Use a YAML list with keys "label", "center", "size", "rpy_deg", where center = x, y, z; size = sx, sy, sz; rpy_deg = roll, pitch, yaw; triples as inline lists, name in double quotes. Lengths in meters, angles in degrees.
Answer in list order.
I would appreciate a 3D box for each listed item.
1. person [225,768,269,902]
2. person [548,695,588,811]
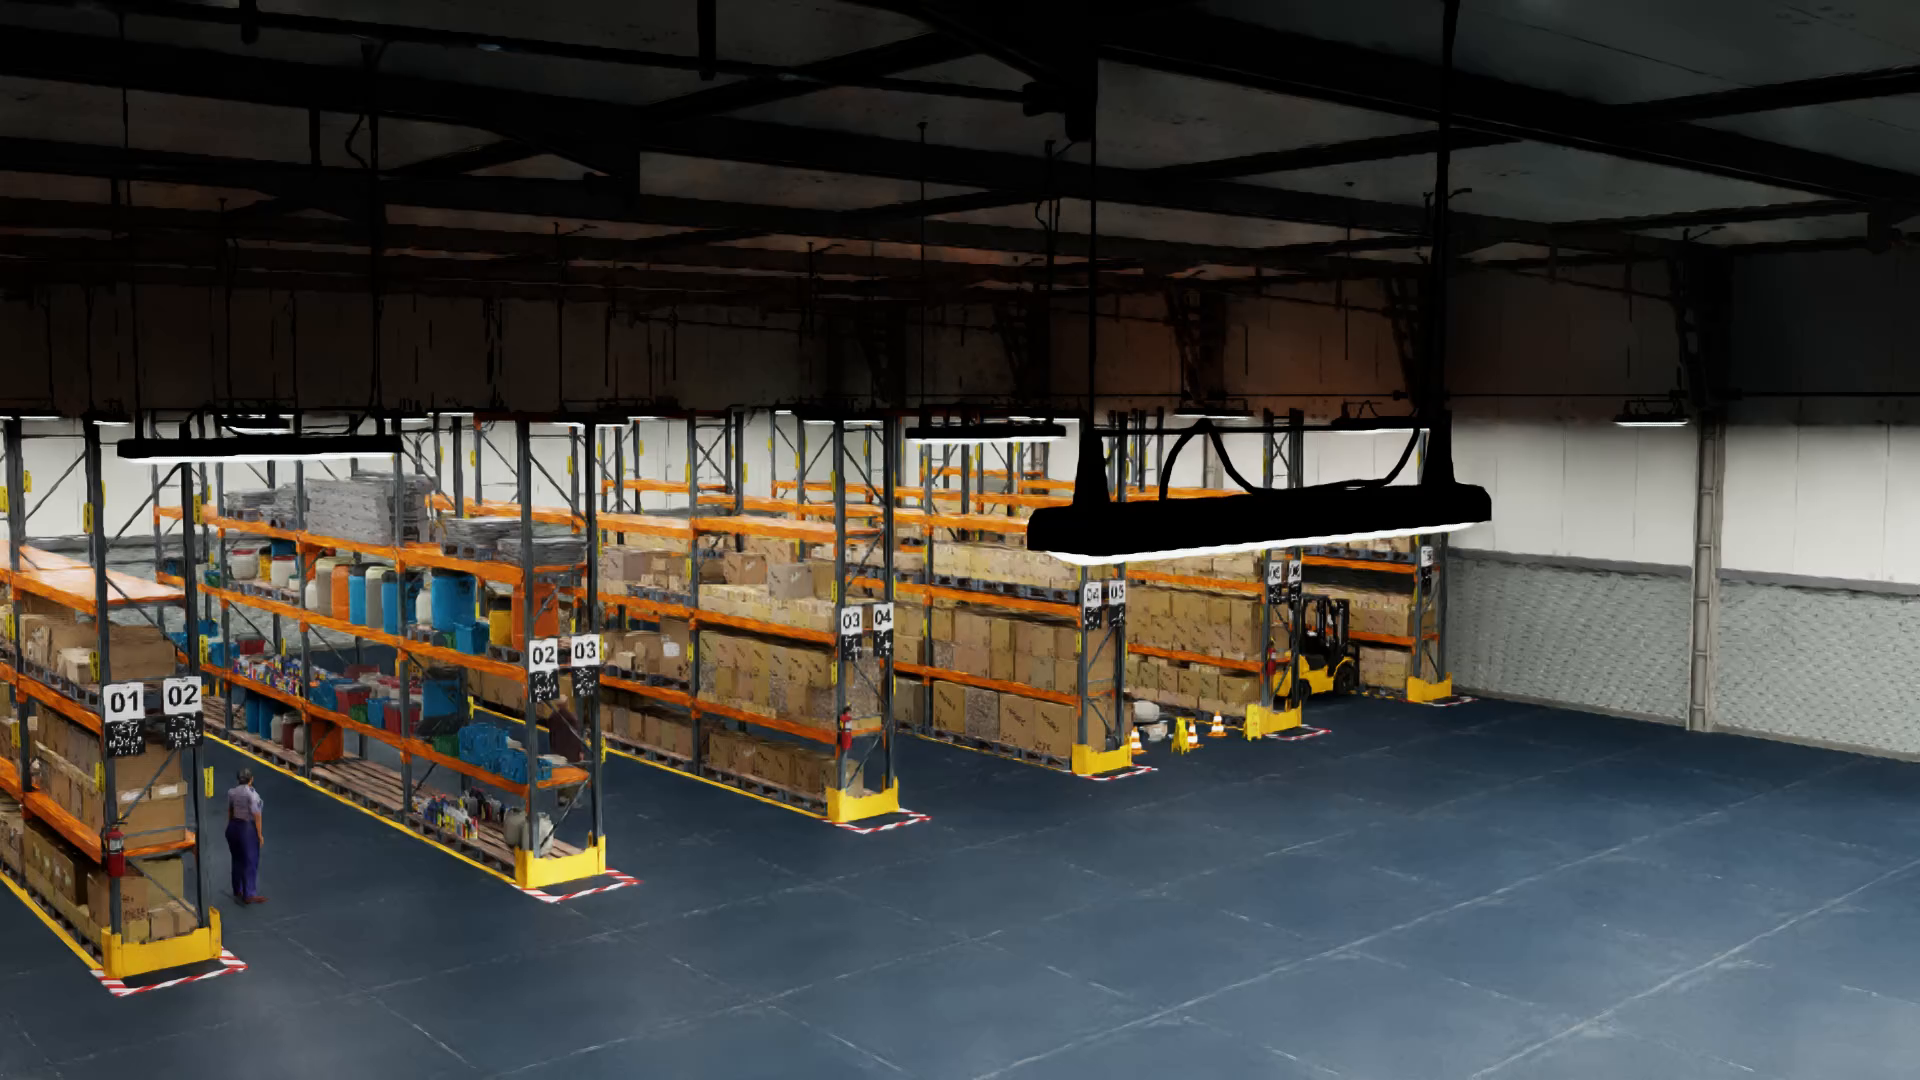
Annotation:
- label: "person"
  center: [-8.911, 3.668, 20.820]
  size: [0.578, 1.657, 0.445]
  rpy_deg: [2, 5, 22]
- label: "person"
  center: [-5.964, 3.225, 25.239]
  size: [0.628, 1.777, 0.515]
  rpy_deg: [2, 5, 22]
